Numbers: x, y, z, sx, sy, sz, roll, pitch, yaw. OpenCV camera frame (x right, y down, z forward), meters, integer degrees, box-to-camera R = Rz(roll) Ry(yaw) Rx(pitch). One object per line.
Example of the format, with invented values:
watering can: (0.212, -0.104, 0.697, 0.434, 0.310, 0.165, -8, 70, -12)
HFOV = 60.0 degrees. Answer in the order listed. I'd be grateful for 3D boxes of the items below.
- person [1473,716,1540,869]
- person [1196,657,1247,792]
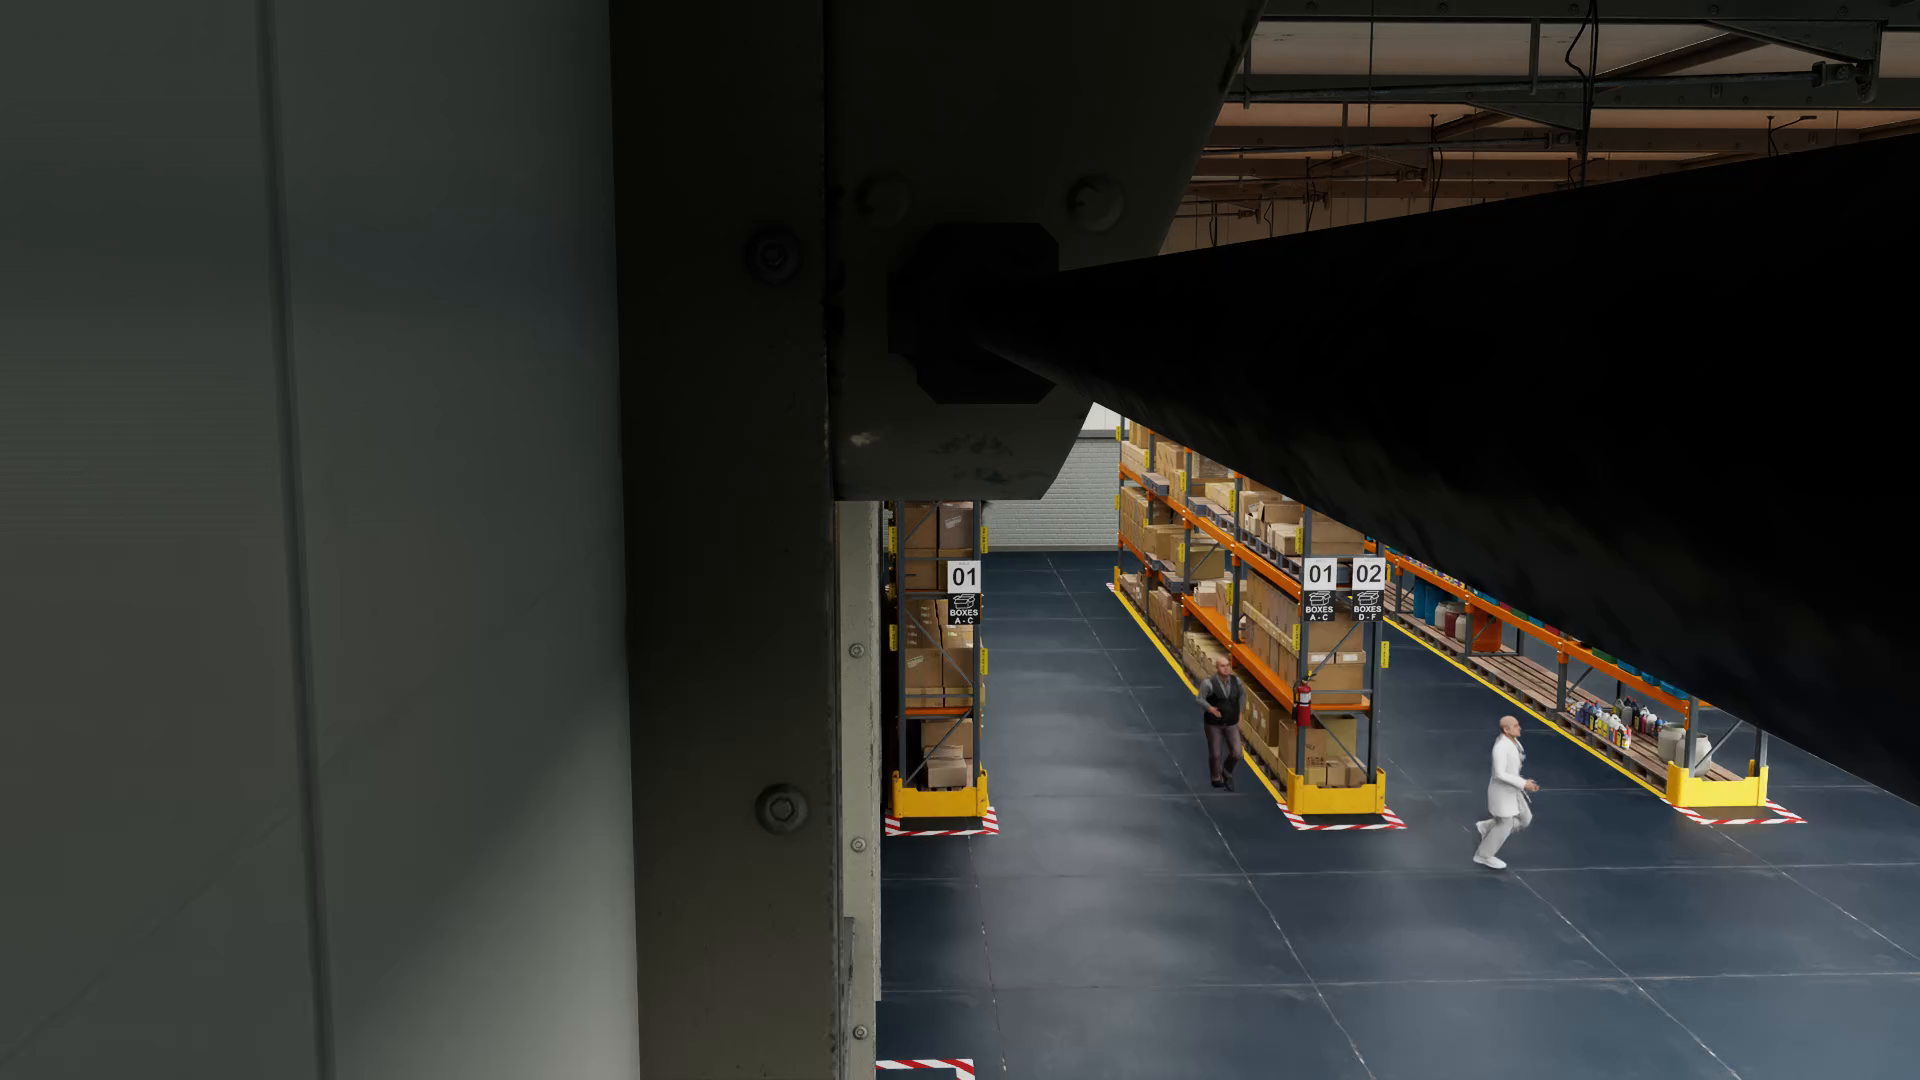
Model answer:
person: (6.138, 2.807, 18.548, 0.674, 1.739, 0.740, 5, 10, 33)
person: (3.237, 2.279, 20.440, 0.689, 1.704, 0.663, -1, 8, -7)
